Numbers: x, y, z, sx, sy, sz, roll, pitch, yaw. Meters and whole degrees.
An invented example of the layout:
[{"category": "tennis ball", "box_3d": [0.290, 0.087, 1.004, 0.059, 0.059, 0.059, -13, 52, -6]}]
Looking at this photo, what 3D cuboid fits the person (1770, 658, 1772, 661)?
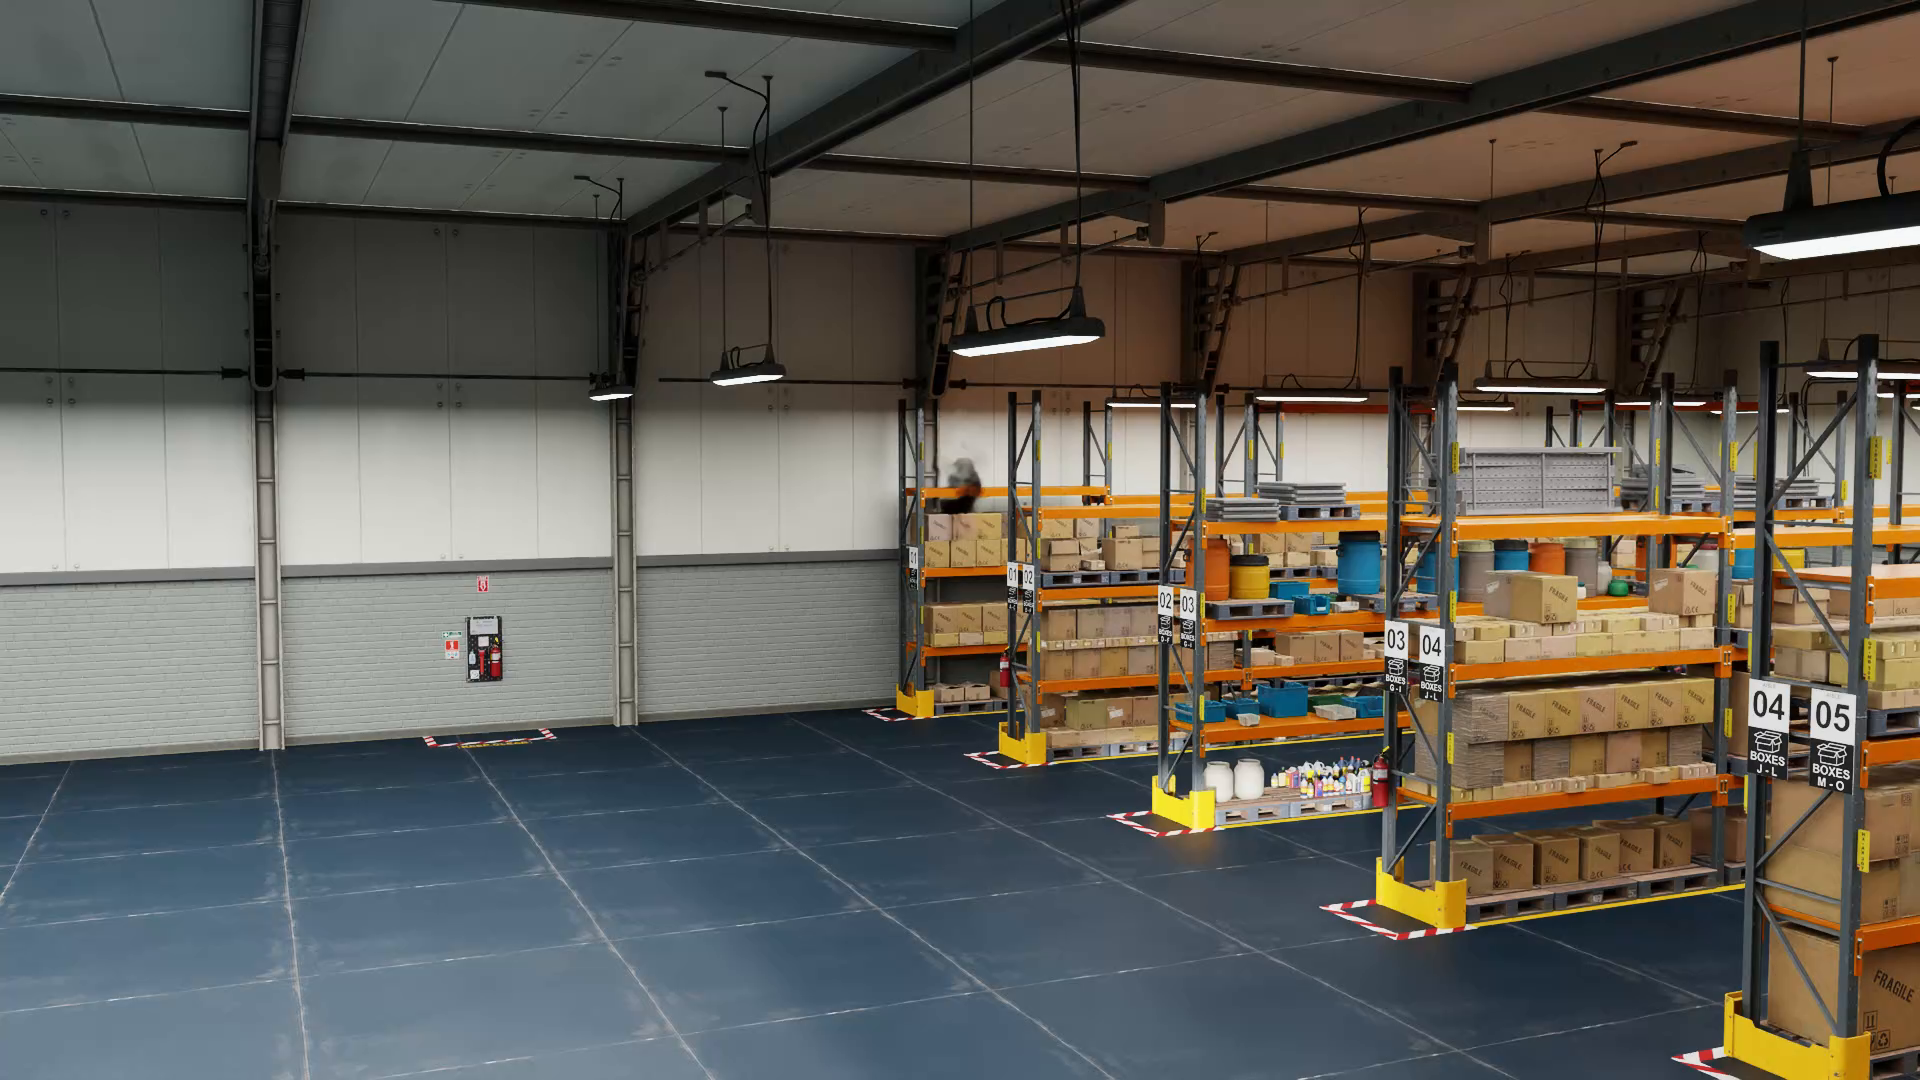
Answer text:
[{"category": "person", "box_3d": [15.070, 2.462, 31.211, 0.730, 1.821, 0.652, -2, 4, -33]}]
